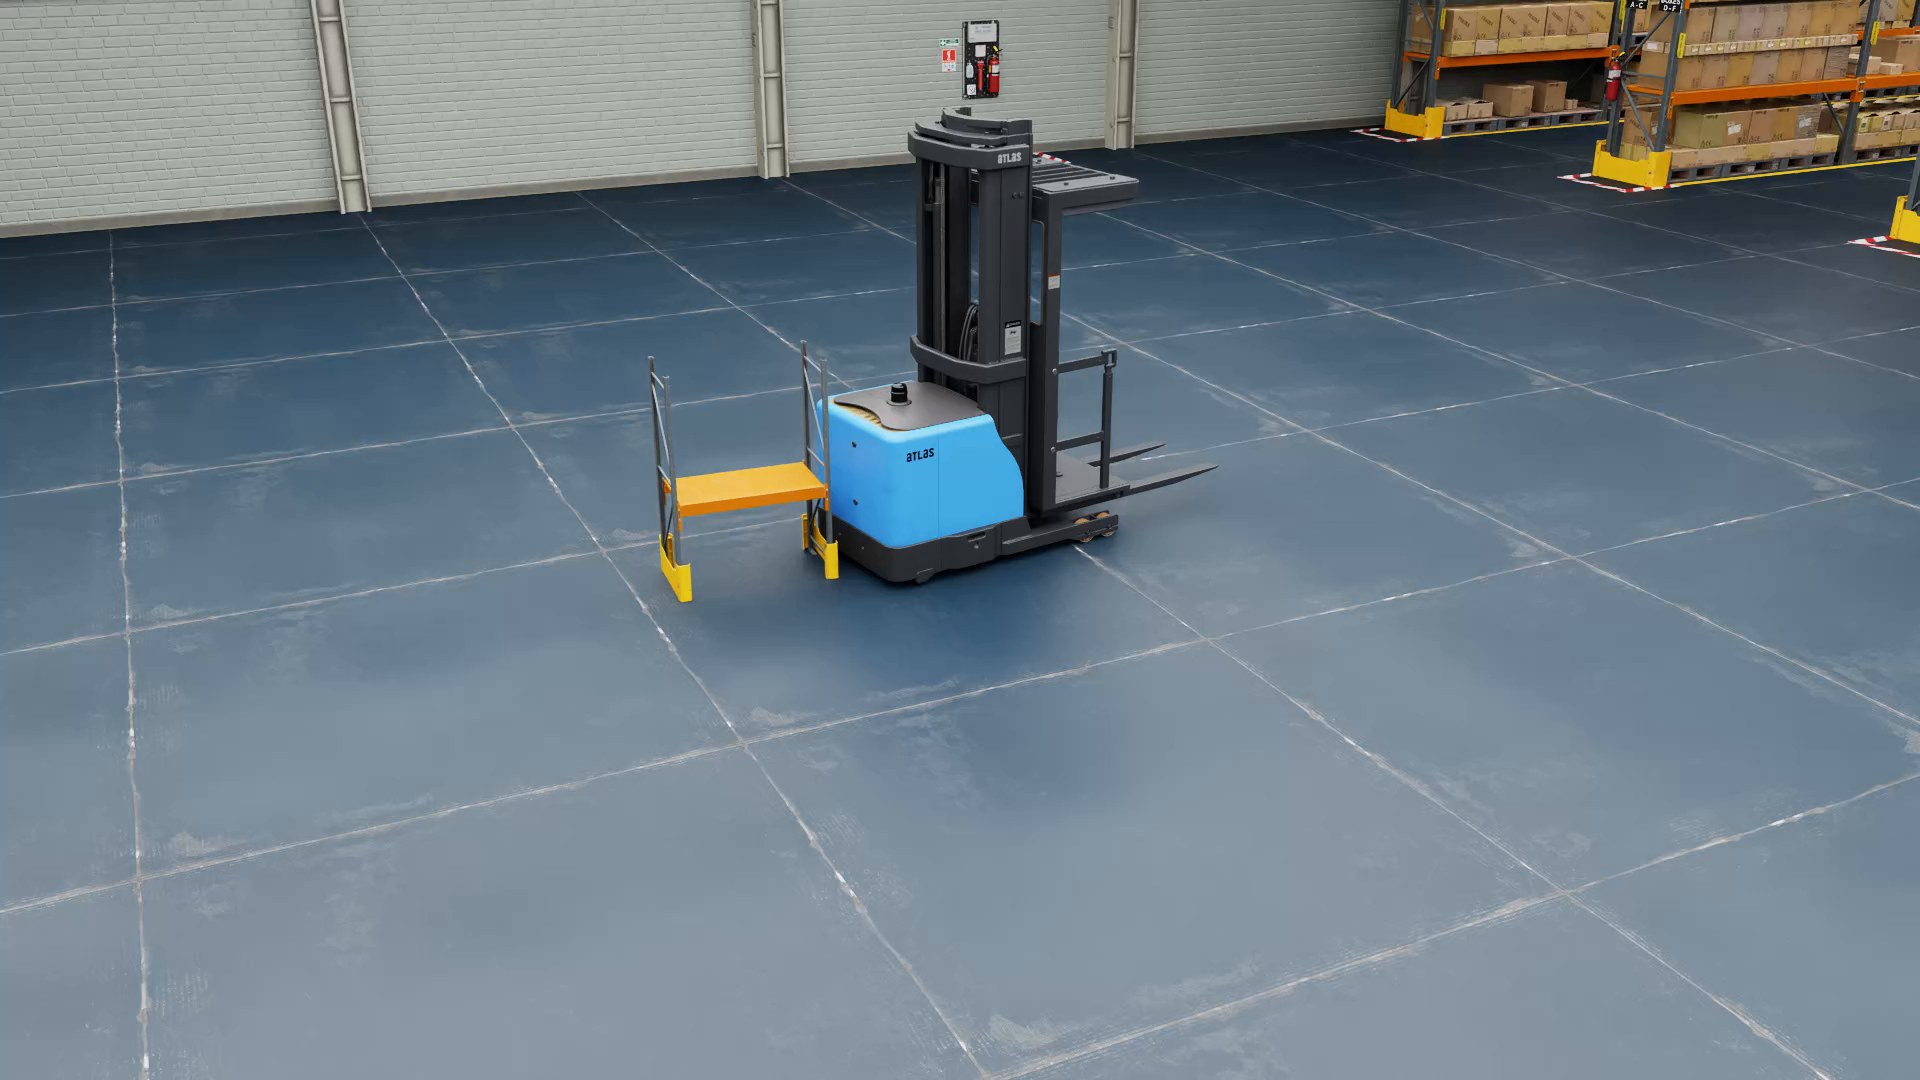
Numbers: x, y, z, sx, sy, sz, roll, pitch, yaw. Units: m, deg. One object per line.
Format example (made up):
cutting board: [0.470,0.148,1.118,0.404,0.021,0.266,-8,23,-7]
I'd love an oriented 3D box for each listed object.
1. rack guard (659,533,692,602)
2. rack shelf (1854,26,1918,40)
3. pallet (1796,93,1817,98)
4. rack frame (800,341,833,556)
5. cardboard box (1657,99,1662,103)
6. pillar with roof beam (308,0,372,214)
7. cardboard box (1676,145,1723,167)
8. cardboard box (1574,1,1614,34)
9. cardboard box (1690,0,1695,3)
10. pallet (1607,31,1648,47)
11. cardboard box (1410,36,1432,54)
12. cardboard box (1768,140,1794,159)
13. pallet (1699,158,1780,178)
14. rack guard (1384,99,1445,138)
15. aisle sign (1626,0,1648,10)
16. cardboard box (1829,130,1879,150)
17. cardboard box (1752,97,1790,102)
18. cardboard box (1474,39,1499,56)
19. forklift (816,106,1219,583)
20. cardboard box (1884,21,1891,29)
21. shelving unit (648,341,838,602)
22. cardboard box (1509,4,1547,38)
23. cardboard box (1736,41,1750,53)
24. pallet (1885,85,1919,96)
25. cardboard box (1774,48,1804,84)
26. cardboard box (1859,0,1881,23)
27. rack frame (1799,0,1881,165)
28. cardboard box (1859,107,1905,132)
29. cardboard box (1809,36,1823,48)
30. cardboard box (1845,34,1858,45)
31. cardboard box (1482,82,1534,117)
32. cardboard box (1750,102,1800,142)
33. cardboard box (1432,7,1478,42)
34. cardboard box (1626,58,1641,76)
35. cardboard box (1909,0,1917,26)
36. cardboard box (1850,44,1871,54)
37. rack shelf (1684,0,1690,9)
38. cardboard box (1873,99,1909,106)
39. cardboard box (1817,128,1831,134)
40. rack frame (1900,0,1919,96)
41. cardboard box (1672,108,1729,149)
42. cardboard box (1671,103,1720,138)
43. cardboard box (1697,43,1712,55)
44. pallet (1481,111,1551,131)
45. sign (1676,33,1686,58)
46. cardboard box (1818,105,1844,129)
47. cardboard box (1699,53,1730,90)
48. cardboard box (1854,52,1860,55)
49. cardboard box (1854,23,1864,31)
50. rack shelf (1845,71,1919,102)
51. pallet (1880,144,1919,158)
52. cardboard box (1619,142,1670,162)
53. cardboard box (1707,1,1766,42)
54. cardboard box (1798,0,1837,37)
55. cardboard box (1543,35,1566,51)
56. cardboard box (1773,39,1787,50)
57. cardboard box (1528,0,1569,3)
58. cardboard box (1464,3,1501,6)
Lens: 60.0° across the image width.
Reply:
rack guard: [-1.881,0.179,10.992,0.087,0.250,0.587,-9,24,-20]
rack shelf: [16.776,-9.749,32.320,4.000,0.370,1.077,-10,25,-24]
pallet: [15.717,-8.566,32.167,1.213,0.211,1.003,-10,25,-24]
rack frame: [-0.953,-0.539,11.091,0.032,1.500,0.500,-9,24,-20]
cardboard box: [12.947,-8.436,30.900,0.500,0.500,0.700,-10,25,-23]
pillar with roof beam: [-6.331,-7.139,17.231,0.400,9.000,9.100,-10,25,-24]
cardboard box: [10.946,-5.736,24.731,0.500,0.250,0.500,-10,25,-24]
cardboard box: [11.078,-9.187,29.213,0.500,0.500,0.500,-10,25,-24]
cardboard box: [12.929,-9.618,30.358,0.500,0.500,0.700,-7,23,-16]
pallet: [12.121,-9.074,30.000,1.213,0.211,1.003,-10,25,-24]
cardboard box: [8.103,-8.507,28.549,0.500,0.250,0.500,-10,25,-23]
cardboard box: [12.299,-5.983,25.328,0.500,0.250,0.500,-10,25,-24]
pallet: [11.686,-5.770,25.412,1.213,0.211,1.003,-10,25,-24]
rack guard: [7.834,-7.280,28.684,0.348,0.500,1.175,-10,25,-24]
aisle sign: [9.731,-8.007,23.773,0.004,0.787,0.394,-10,25,-24]
cardboard box: [13.992,-6.285,26.056,0.500,0.250,0.500,-11,25,-25]
cardboard box: [12.521,-6.595,25.825,0.500,0.500,0.500,-10,25,-24]
cardboard box: [8.805,-8.425,28.351,0.500,0.250,0.500,-11,25,-25]
forklift: [0.517,-1.490,11.516,3.031,2.935,1.130,-15,27,-31]
cardboard box: [17.926,-10.075,32.470,0.250,0.149,0.380,-10,24,-22]
shelving unit: [-1.418,-0.469,10.922,1.083,1.500,0.587,-9,24,-20]
cardboard box: [9.704,-8.936,28.606,0.500,0.500,0.500,-10,24,-22]
cardboard box: [11.294,-7.224,24.302,0.250,0.149,0.380,-11,25,-25]
pallet: [19.297,-9.224,33.757,1.213,0.211,1.003,-10,25,-24]
cardboard box: [12.198,-7.178,25.039,0.500,0.500,0.700,-10,25,-23]
cardboard box: [17.360,-10.274,32.102,0.500,0.500,0.500,-10,25,-24]
rack frame: [13.521,-7.379,25.655,0.127,3.000,1.000,-10,25,-24]
cardboard box: [14.455,-6.626,26.148,0.500,0.311,0.500,-11,25,-24]
cardboard box: [12.675,-7.478,24.914,0.250,0.149,0.380,-10,25,-24]
cardboard box: [13.369,-7.606,25.225,0.250,0.149,0.380,-10,25,-24]
cardboard box: [9.624,-7.754,29.252,0.500,0.500,0.700,-12,25,-27]
cardboard box: [12.294,-6.334,25.196,0.500,0.500,0.500,-10,25,-24]
cardboard box: [8.326,-8.684,27.998,0.500,0.500,0.500,-10,25,-24]
cardboard box: [12.421,-8.683,30.517,0.500,0.250,0.500,-11,25,-25]
cardboard box: [19.074,-10.636,33.130,0.700,0.700,0.980,-10,25,-23]
cardboard box: [17.249,-9.313,32.587,0.750,0.750,0.750,-10,24,-22]
rack shelf: [11.719,-8.101,24.418,4.000,0.370,1.077,-10,25,-24]
cardboard box: [15.133,-6.981,27.005,0.500,0.311,0.500,-11,25,-24]
cardboard box: [13.769,-6.472,26.508,0.500,0.250,0.500,-11,25,-24]
rack frame: [18.578,-10.413,32.984,0.127,3.000,1.000,-10,25,-24]
cardboard box: [10.947,-6.082,24.586,0.500,0.500,0.500,-10,25,-24]
cardboard box: [11.166,-6.348,25.230,0.500,0.500,0.500,-10,25,-24]
cardboard box: [10.601,-7.097,23.995,0.250,0.149,0.380,-11,25,-25]
pallet: [9.679,-7.470,29.520,1.213,0.211,1.003,-10,25,-24]
sign: [10.153,-6.960,23.407,0.005,0.325,0.100,-10,25,-24]
cardboard box: [13.762,-6.728,26.395,0.500,0.311,0.500,-10,25,-24]
cardboard box: [10.815,-6.924,24.424,0.500,0.500,0.700,-10,24,-22]
cardboard box: [14.234,-7.526,26.186,0.258,0.266,0.396,-11,25,-25]
cardboard box: [17.233,-9.957,32.184,0.250,0.149,0.380,-11,25,-25]
rack shelf: [15.324,-7.379,26.594,4.000,0.370,1.077,-10,25,-24]
pallet: [15.269,-6.431,27.009,1.213,0.211,1.003,-10,25,-24]
cardboard box: [10.272,-5.830,24.959,0.500,0.250,0.500,-10,25,-24]
cardboard box: [11.317,-7.616,24.401,0.500,0.500,0.700,-10,25,-23]
cardboard box: [12.670,-7.865,25.001,0.500,0.500,0.700,-10,25,-24]
cardboard box: [10.175,-8.674,28.954,0.500,0.250,0.500,-11,25,-24]
cardboard box: [11.987,-7.351,24.608,0.250,0.149,0.380,-10,24,-22]
cardboard box: [10.388,-9.282,29.441,0.500,0.500,0.500,-11,25,-24]
cardboard box: [9.020,-9.028,28.827,0.500,0.500,0.500,-11,25,-25]
